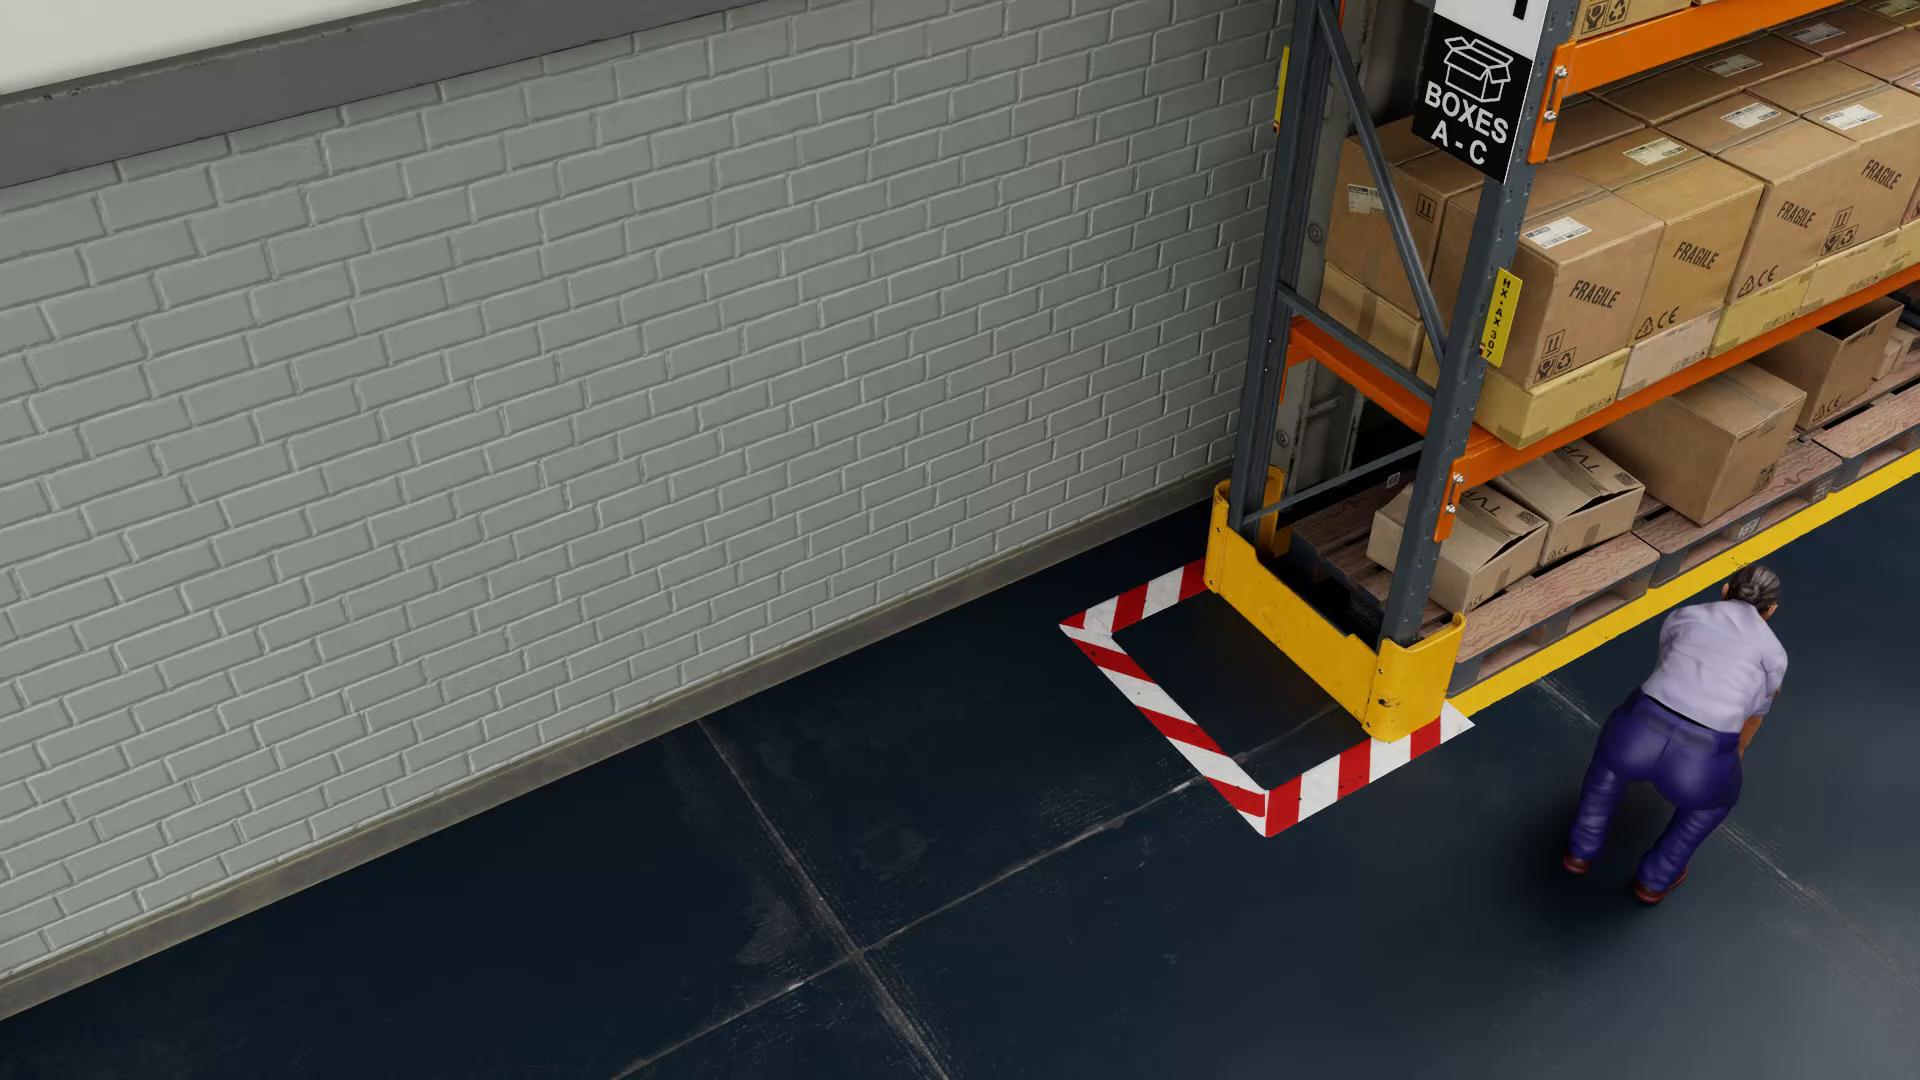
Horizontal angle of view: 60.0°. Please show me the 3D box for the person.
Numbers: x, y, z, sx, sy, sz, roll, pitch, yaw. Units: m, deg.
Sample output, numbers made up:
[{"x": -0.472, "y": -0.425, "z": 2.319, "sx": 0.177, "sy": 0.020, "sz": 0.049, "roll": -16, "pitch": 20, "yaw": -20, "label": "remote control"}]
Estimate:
[{"x": 2.506, "y": 0.704, "z": 5.791, "sx": 0.492, "sy": 1.088, "sz": 0.882, "roll": 28, "pitch": 48, "yaw": 28, "label": "person"}]
